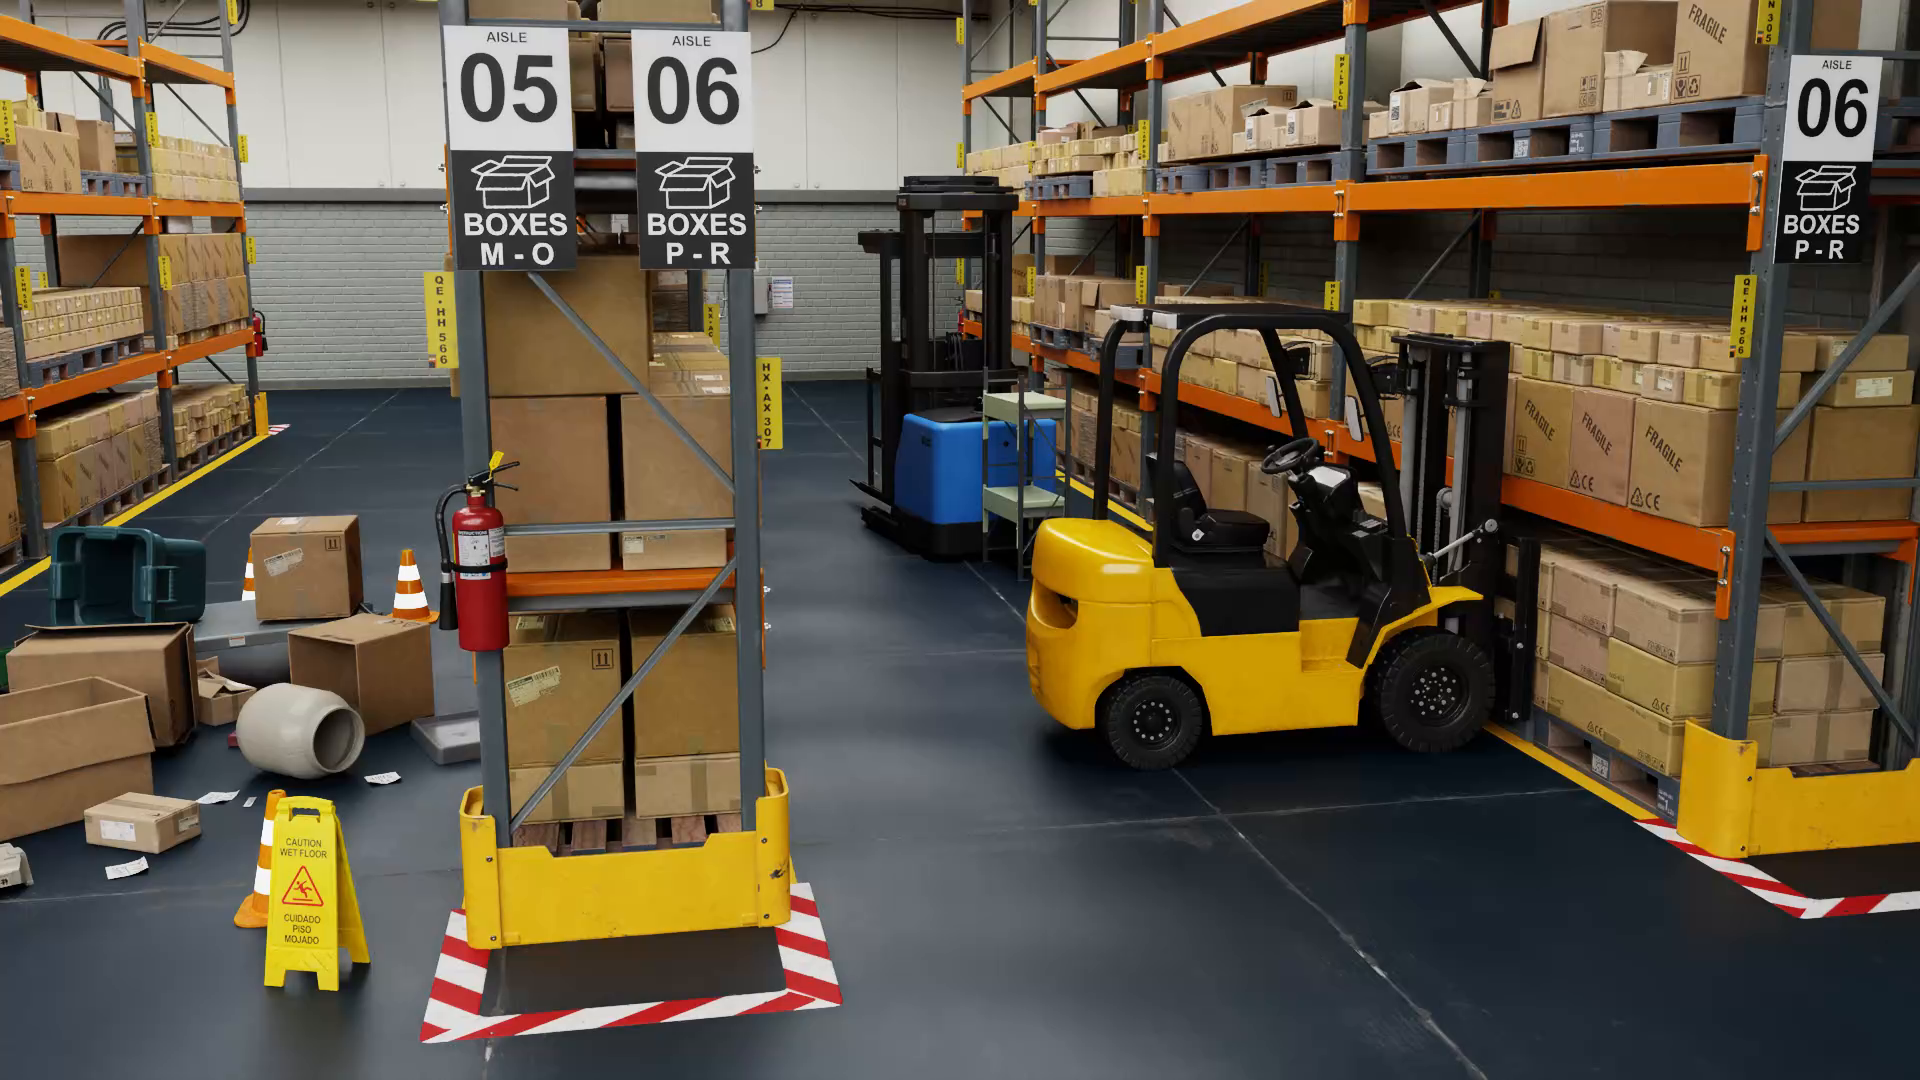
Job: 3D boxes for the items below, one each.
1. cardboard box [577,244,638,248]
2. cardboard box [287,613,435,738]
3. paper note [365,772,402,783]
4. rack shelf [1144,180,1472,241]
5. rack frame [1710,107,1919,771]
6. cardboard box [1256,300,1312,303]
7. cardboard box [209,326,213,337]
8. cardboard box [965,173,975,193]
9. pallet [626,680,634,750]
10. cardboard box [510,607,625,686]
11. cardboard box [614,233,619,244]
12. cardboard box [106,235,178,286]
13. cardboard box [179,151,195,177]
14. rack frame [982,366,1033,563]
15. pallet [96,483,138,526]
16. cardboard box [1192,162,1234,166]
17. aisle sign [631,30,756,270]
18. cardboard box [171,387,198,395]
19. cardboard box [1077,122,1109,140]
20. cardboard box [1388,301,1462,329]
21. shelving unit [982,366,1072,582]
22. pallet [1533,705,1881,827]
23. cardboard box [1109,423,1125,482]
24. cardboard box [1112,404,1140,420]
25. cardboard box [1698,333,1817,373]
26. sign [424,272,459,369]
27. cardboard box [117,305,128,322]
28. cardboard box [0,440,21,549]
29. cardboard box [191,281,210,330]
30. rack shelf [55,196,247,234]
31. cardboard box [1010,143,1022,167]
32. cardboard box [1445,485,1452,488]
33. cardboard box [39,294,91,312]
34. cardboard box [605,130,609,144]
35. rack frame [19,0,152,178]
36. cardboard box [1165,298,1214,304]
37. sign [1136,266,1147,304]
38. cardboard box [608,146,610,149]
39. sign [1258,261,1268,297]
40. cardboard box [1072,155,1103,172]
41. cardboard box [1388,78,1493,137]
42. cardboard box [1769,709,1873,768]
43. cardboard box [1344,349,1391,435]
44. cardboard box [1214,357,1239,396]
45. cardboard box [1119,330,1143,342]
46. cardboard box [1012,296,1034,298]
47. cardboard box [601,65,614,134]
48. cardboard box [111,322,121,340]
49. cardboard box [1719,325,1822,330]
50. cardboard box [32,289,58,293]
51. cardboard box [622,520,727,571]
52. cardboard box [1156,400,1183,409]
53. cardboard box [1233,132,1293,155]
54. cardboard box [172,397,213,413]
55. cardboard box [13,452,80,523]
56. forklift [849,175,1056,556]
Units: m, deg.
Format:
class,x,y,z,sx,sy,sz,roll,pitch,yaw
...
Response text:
class,x,y,z,sx,sy,sz,roll,pitch,yaw
cardboard box,-2.121,-1.371,9.142,0.700,0.500,0.500,-2,11,-12
cardboard box,-3.120,0.699,8.679,0.500,0.500,0.500,6,12,28
paper note,-2.700,1.109,7.786,0.142,0.019,0.148,-6,13,-31
rack shelf,2.486,-2.442,12.404,1.077,0.370,4.000,-2,11,-11
rack frame,3.653,-0.221,6.836,1.000,3.000,0.127,-2,11,-11
cardboard box,2.626,-1.868,13.485,0.380,0.149,0.250,-2,11,-12
cardboard box,-8.659,-2.364,18.764,0.380,0.149,0.250,-3,11,-13
cardboard box,0.359,-4.610,21.480,0.500,0.250,0.500,-2,11,-12
pallet,-1.588,0.942,8.181,1.003,0.211,1.213,-2,11,-11
cardboard box,-1.732,0.503,7.256,0.500,0.500,0.500,-2,11,-9
cardboard box,-4.409,-3.713,20.504,0.380,0.149,0.250,-2,11,-10
cardboard box,-8.234,-2.820,16.755,0.500,0.500,0.500,-2,11,-10
cardboard box,-8.420,-3.969,17.569,0.500,0.250,0.500,-2,11,-10
rack frame,0.365,-0.575,12.709,0.400,1.500,0.023,-4,11,-19
pallet,-7.992,-0.305,14.737,1.003,0.211,1.213,-2,11,-11
cardboard box,2.260,-3.360,14.639,0.380,0.149,0.250,-2,11,-10
aisle sign,-0.900,-1.317,5.640,0.394,0.787,0.004,-2,11,-11
cardboard box,-9.223,-1.719,19.618,0.380,0.149,0.250,-2,11,-10
cardboard box,1.445,-4.324,17.745,0.396,0.266,0.258,-2,11,-12
cardboard box,2.802,-1.355,9.997,0.380,0.149,0.250,-2,11,-10
shelving unit,0.487,-0.511,12.370,0.431,1.500,0.755,-4,11,-19
pallet,3.463,1.010,7.826,1.003,0.211,1.213,-2,11,-11
cardboard box,1.716,-0.829,15.590,0.500,0.500,0.500,-2,11,-12
cardboard box,1.654,-1.216,15.888,0.380,0.149,0.250,-2,11,-9
cardboard box,3.376,-0.793,7.043,0.380,0.149,0.250,-2,11,-11
sign,-1.764,-0.747,5.659,0.100,0.325,0.005,-2,11,-11
cardboard box,-8.017,-2.112,15.522,0.380,0.149,0.250,-2,11,-9
cardboard box,-7.577,-0.295,12.117,1.050,0.750,0.750,-2,11,-12
cardboard box,-8.400,-2.522,17.860,0.500,0.500,0.500,-2,11,-12
rack shelf,-8.774,-3.529,18.118,1.077,0.370,4.000,-2,11,-11
cardboard box,0.877,-4.390,18.986,0.500,0.250,0.500,-2,11,-12
cardboard box,3.160,-0.218,10.377,0.500,0.250,0.500,-2,11,-10
cardboard box,-7.809,-2.062,14.468,0.380,0.149,0.250,-2,11,-12
cardboard box,-2.249,-2.482,9.968,0.500,0.250,0.500,-2,11,-12
rack frame,-8.385,-4.989,15.843,1.000,3.000,0.127,-2,11,-11
cardboard box,1.923,-1.938,13.854,0.380,0.149,0.250,-2,11,-10
sign,1.566,-2.197,14.331,0.100,0.325,0.005,-2,11,-11
cardboard box,-1.594,-1.933,8.480,0.380,0.149,0.250,-3,11,-13
sign,2.640,-2.278,14.546,0.100,0.325,0.005,-2,11,-11
cardboard box,1.311,-3.677,16.253,0.380,0.149,0.250,-2,11,-10
cardboard box,2.797,-2.478,9.521,0.500,0.311,0.500,-2,11,-10
cardboard box,3.749,0.826,7.564,0.500,0.250,0.500,-2,11,-11
cardboard box,2.705,-0.913,10.204,0.500,0.500,0.500,-2,11,-13
cardboard box,2.242,-1.243,12.604,0.500,0.250,0.500,-2,11,-9
cardboard box,1.592,-1.878,15.089,0.380,0.149,0.250,-2,11,-10
cardboard box,0.784,-2.762,19.792,0.500,0.250,0.500,-2,11,-11
cardboard box,-1.265,-1.874,7.105,0.500,0.250,0.500,-2,11,-9
cardboard box,-7.968,-1.920,15.311,0.380,0.149,0.250,-3,11,-14
cardboard box,3.714,-0.902,7.613,0.380,0.149,0.250,-2,11,-10
cardboard box,-8.700,-2.278,15.598,0.380,0.149,0.250,-2,11,-9
cardboard box,-1.079,0.014,6.274,0.380,0.149,0.250,-2,11,-11
cardboard box,2.088,-1.284,16.248,0.380,0.149,0.250,-2,11,-12
cardboard box,2.213,-2.892,12.130,0.380,0.149,0.250,-2,11,-12
cardboard box,-8.528,-1.499,18.458,0.380,0.149,0.250,-2,11,-11
cardboard box,-7.495,-0.426,13.474,0.500,0.500,0.500,-3,11,-13
forklift,-0.209,-1.550,13.999,1.130,2.935,3.031,-4,11,-19
